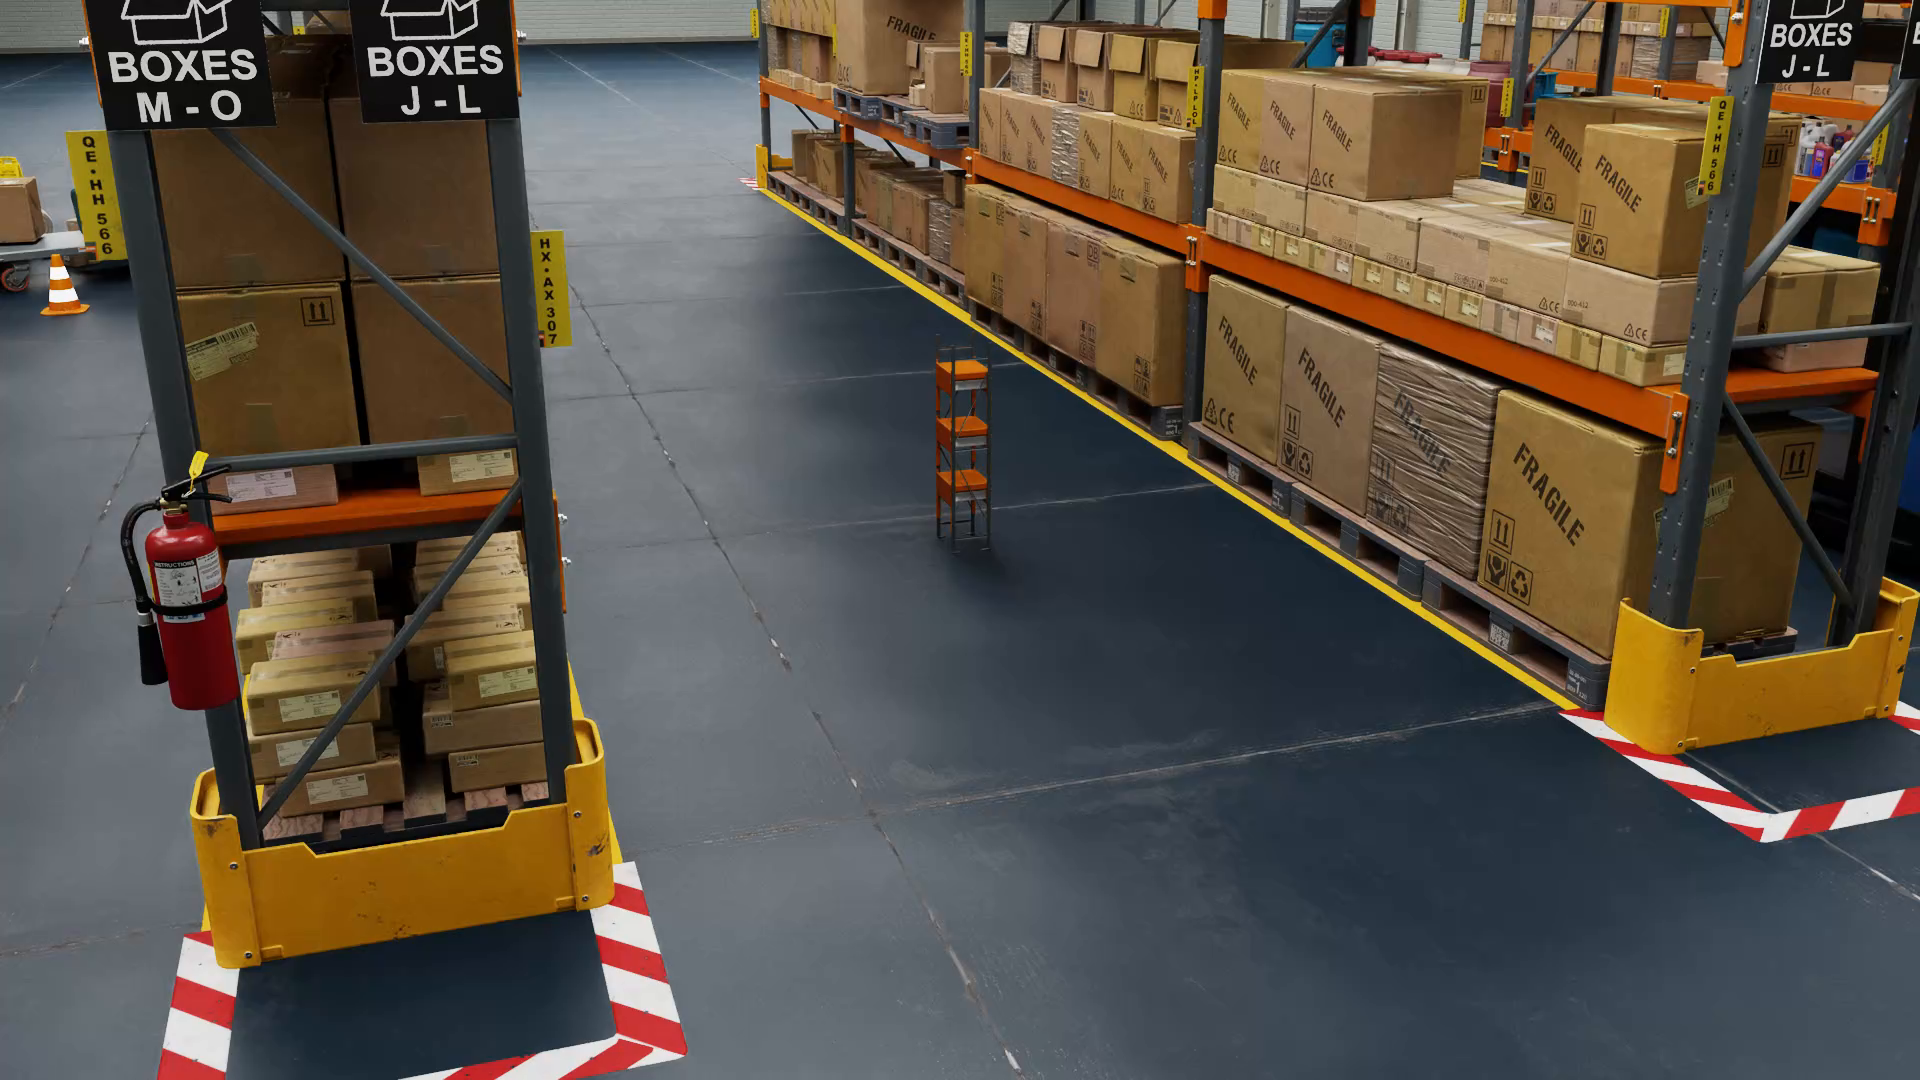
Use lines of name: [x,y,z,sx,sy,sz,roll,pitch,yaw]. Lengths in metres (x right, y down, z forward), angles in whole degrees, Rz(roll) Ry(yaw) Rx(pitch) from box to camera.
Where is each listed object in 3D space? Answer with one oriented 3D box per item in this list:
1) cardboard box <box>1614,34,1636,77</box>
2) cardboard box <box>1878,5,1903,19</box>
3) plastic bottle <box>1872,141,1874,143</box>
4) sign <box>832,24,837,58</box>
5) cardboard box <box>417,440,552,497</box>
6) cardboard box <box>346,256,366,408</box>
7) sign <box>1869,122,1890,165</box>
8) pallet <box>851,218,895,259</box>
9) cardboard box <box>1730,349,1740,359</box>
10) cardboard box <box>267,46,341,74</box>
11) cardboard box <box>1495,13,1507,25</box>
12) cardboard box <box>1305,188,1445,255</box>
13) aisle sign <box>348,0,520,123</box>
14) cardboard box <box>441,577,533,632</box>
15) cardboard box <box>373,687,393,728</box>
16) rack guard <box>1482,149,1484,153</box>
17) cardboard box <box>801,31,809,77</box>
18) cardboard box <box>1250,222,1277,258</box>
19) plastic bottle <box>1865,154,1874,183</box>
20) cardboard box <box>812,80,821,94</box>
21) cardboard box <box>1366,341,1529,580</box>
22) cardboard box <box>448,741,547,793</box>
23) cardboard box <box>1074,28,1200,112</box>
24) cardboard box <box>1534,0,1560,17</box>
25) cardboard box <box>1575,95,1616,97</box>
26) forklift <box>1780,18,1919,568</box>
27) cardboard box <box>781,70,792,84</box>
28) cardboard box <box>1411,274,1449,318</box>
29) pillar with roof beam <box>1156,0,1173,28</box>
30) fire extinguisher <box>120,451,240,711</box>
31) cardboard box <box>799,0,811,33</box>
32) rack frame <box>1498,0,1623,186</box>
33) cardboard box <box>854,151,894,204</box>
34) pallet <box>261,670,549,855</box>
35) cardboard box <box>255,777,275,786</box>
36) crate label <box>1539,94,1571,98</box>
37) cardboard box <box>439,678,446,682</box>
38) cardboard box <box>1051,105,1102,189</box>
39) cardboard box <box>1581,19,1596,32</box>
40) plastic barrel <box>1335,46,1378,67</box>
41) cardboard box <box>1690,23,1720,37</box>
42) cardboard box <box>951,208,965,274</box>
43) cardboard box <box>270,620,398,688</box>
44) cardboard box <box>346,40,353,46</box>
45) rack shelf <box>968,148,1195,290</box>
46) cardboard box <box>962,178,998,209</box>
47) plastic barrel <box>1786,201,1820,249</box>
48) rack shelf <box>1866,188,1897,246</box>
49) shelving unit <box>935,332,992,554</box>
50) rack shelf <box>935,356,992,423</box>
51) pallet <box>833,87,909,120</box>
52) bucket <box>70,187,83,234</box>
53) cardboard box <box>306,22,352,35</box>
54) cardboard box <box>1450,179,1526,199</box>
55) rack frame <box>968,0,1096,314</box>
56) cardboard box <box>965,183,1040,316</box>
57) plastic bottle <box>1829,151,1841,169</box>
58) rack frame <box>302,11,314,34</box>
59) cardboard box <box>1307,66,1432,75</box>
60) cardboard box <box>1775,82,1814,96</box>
cardboard box: [8.394,-5.989,20.504,0.700,0.500,0.500,-7,21,-18]
cardboard box: [12.661,-6.892,22.250,0.500,0.500,0.500,-7,21,-19]
plastic bottle: [6.624,-2.787,11.922,0.152,0.276,0.135,-6,21,-17]
sign: [-1.206,-4.927,16.417,0.100,0.325,0.005,-6,21,-17]
cardboard box: [-1.453,-0.255,5.061,0.380,0.149,0.250,-7,21,-18]
cardboard box: [-2.205,-0.704,5.352,0.500,0.500,0.500,-7,21,-18]
sign: [6.000,-2.611,10.840,0.100,0.325,0.005,-6,21,-17]
pallet: [-0.448,-3.018,16.507,1.003,0.211,1.213,-6,21,-17]
cardboard box: [3.198,-0.842,6.695,0.380,0.149,0.250,-7,21,-18]
cardboard box: [-2.703,-1.675,6.577,0.500,0.500,0.500,-6,21,-16]
cardboard box: [7.459,-7.034,22.455,0.380,0.149,0.250,-7,21,-19]
cardboard box: [2.040,-1.578,8.154,0.500,0.250,0.500,-6,21,-16]
aisle sign: [-1.355,-1.466,4.216,0.394,0.787,0.004,-6,21,-17]
cardboard box: [-1.663,0.255,5.985,0.380,0.149,0.250,-6,21,-17]
cardboard box: [-2.130,0.541,5.629,0.380,0.149,0.250,-7,21,-18]
rack guard: [7.447,-5.746,23.675,1.175,0.500,0.348,-6,21,-17]
cardboard box: [-1.271,-5.397,18.417,0.875,0.500,0.500,-6,21,-17]
cardboard box: [1.764,-1.596,8.793,0.380,0.149,0.250,-6,21,-15]
plastic bottle: [6.205,-2.557,11.392,0.097,0.201,0.097,0,20,0]
cardboard box: [-1.386,-4.906,18.009,0.380,0.149,0.250,-6,21,-17]
cardboard box: [2.515,-0.416,7.658,0.875,0.875,0.875,-6,21,-17]
cardboard box: [-1.523,0.707,5.606,0.380,0.149,0.250,-6,21,-16]
cardboard box: [1.197,-3.155,11.132,0.797,0.503,0.637,-6,21,-15]
cardboard box: [7.935,-7.075,21.608,0.700,0.500,0.500,-6,21,-17]
cardboard box: [8.390,-5.551,21.771,0.500,0.500,0.500,-6,21,-17]
forklift: [4.788,-1.467,8.166,1.130,2.935,3.031,-7,21,-19]
cardboard box: [-1.865,-5.387,19.347,0.380,0.149,0.250,-6,21,-17]
cardboard box: [2.249,-1.101,7.416,0.380,0.149,0.250,-6,21,-17]
pillar with roof beam: [1.567,-17.378,43.485,9.100,9.000,0.400,-6,21,-17]
fire extinguisher: [-2.021,0.107,4.347,0.296,0.674,0.183,-6,21,-17]
cardboard box: [-1.411,-5.674,17.708,0.500,0.500,0.500,-6,21,-17]
rack frame: [5.266,-3.823,14.622,1.000,3.000,0.127,-6,21,-17]
cardboard box: [-0.969,-3.917,17.961,0.500,0.500,0.500,0,20,0]
pallet: [-1.908,0.789,5.908,1.003,0.211,1.213,-6,21,-17]
cardboard box: [-2.203,0.691,5.652,0.380,0.149,0.250,-6,21,-16]
crate label: [5.489,-3.919,15.137,0.303,0.233,0.416,-6,21,-17]
cardboard box: [-1.616,0.480,5.798,0.380,0.149,0.250,-6,21,-17]
cardboard box: [0.942,-2.669,11.261,0.500,0.500,0.500,-6,21,-17]
cardboard box: [8.025,-6.456,20.845,0.380,0.149,0.250,-6,21,-16]
plastic barrel: [4.101,-4.840,17.253,0.433,0.535,0.433,0,20,0]
cardboard box: [8.811,-6.091,19.828,0.380,0.149,0.250,-6,21,-17]
cardboard box: [0.334,-2.540,14.097,0.700,0.500,0.500,-8,21,-20]
cardboard box: [-2.094,0.400,5.582,0.380,0.149,0.250,-6,21,-16]
cardboard box: [-2.348,-1.888,7.169,0.500,0.500,0.500,-7,21,-19]
rack shelf: [1.192,-2.316,11.491,1.077,0.370,4.000,-6,21,-17]
cardboard box: [0.324,-2.892,13.968,0.500,0.250,0.500,-6,20,-15]
plastic barrel: [6.145,-2.153,12.455,0.600,0.901,0.708,-6,21,-17]
rack shelf: [7.151,-1.559,9.383,1.077,0.370,4.000,-6,21,-17]
shelving unit: [0.017,-0.477,8.191,0.215,1.050,0.252,-6,21,-17]
rack shelf: [0.017,-0.734,8.099,0.215,0.259,0.240,-6,21,-17]
pallet: [-0.592,-4.229,16.037,1.003,0.211,1.213,-6,21,-17]
bucket: [-7.665,-3.059,15.089,0.726,0.611,0.620,1,30,2]
cardboard box: [-4.308,-3.465,11.998,0.700,0.500,0.500,-7,21,-17]
cardboard box: [2.534,-1.639,8.323,0.500,0.250,0.500,-6,21,-16]
rack frame: [0.564,-3.296,13.157,1.000,3.000,0.127,-6,21,-17]
cardboard box: [0.761,-2.270,12.822,1.225,0.875,0.875,-7,21,-20]
plastic bottle: [6.030,-2.572,11.434,0.097,0.201,0.097,0,20,0]
rack frame: [-5.434,-4.085,15.353,1.000,3.000,0.127,-6,21,-17]
cardboard box: [2.219,-2.316,9.100,0.500,0.500,0.500,-6,21,-16]
cardboard box: [9.261,-5.100,18.031,0.500,0.500,0.500,-6,21,-17]
